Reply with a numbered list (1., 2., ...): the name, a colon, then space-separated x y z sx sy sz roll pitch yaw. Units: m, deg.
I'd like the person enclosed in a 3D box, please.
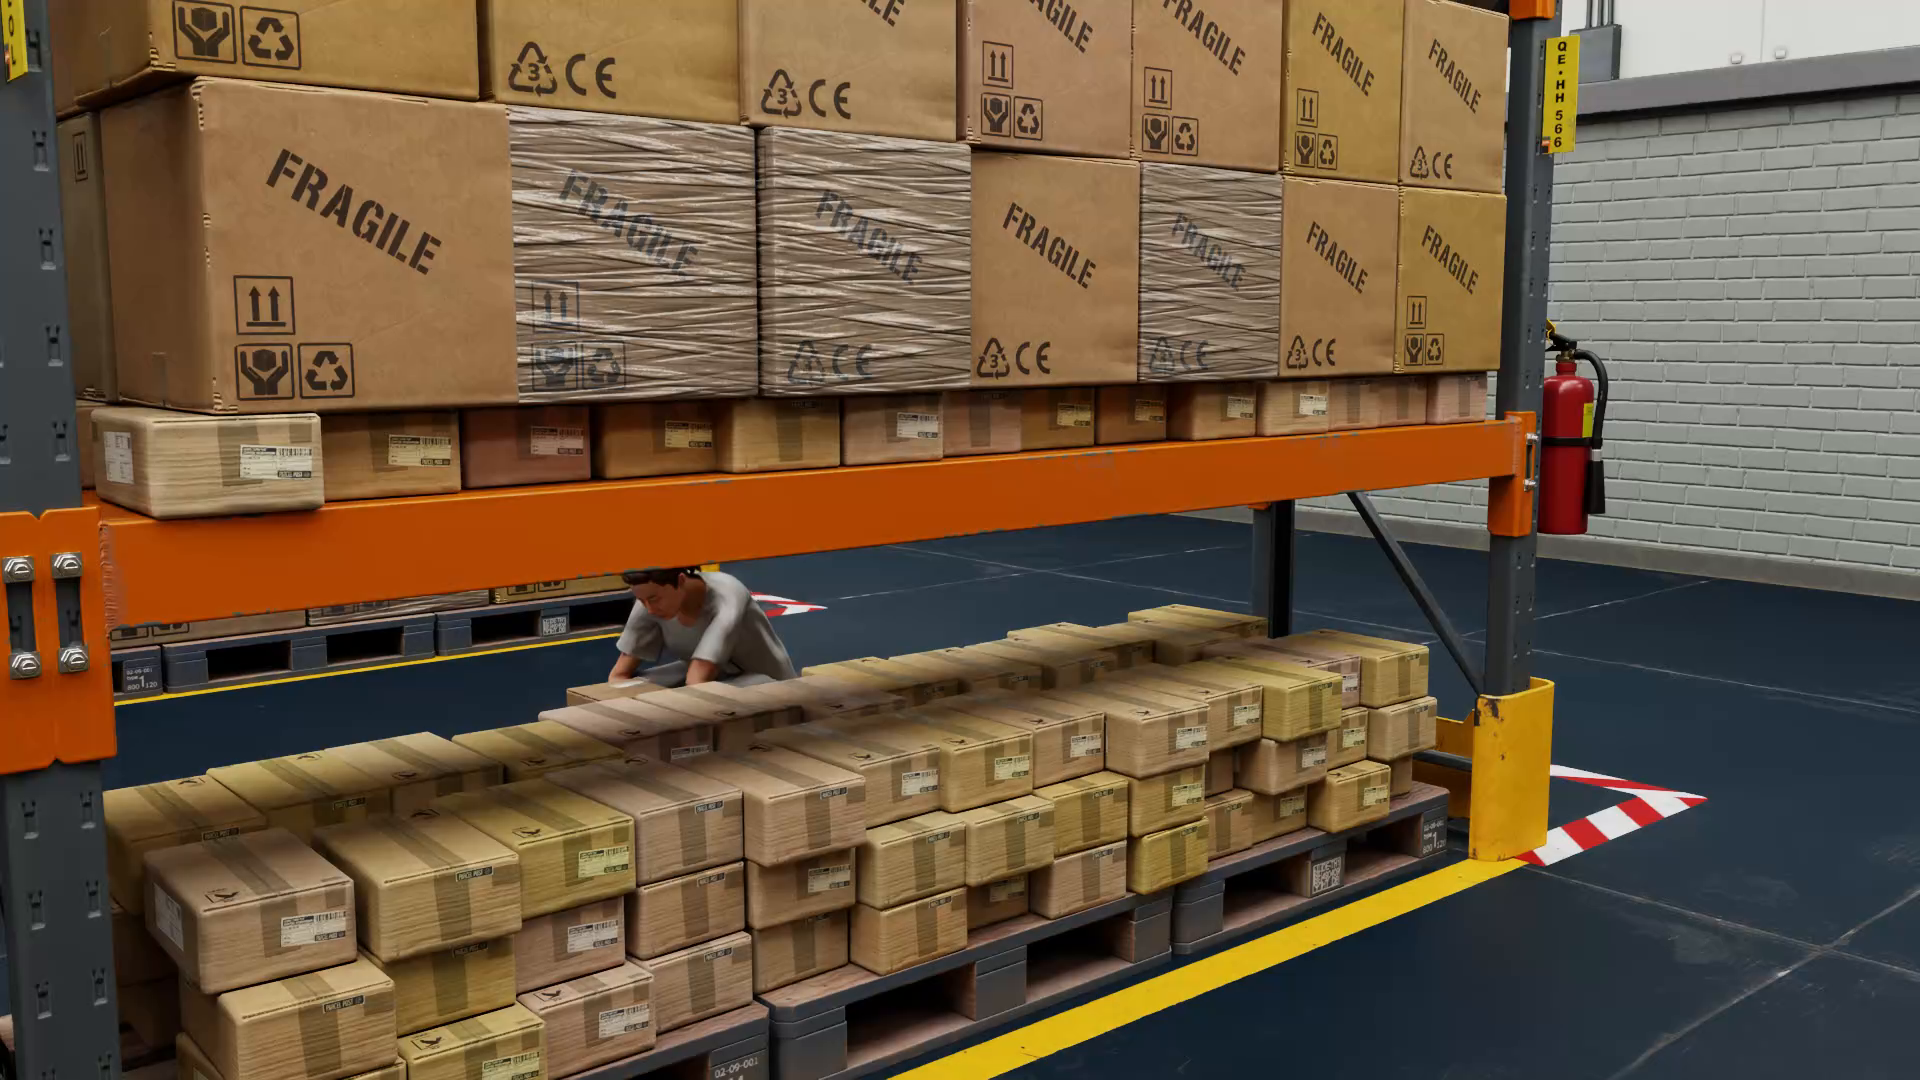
1. person: -0.879 0.425 5.435 0.492 0.934 0.808 5 9 36
